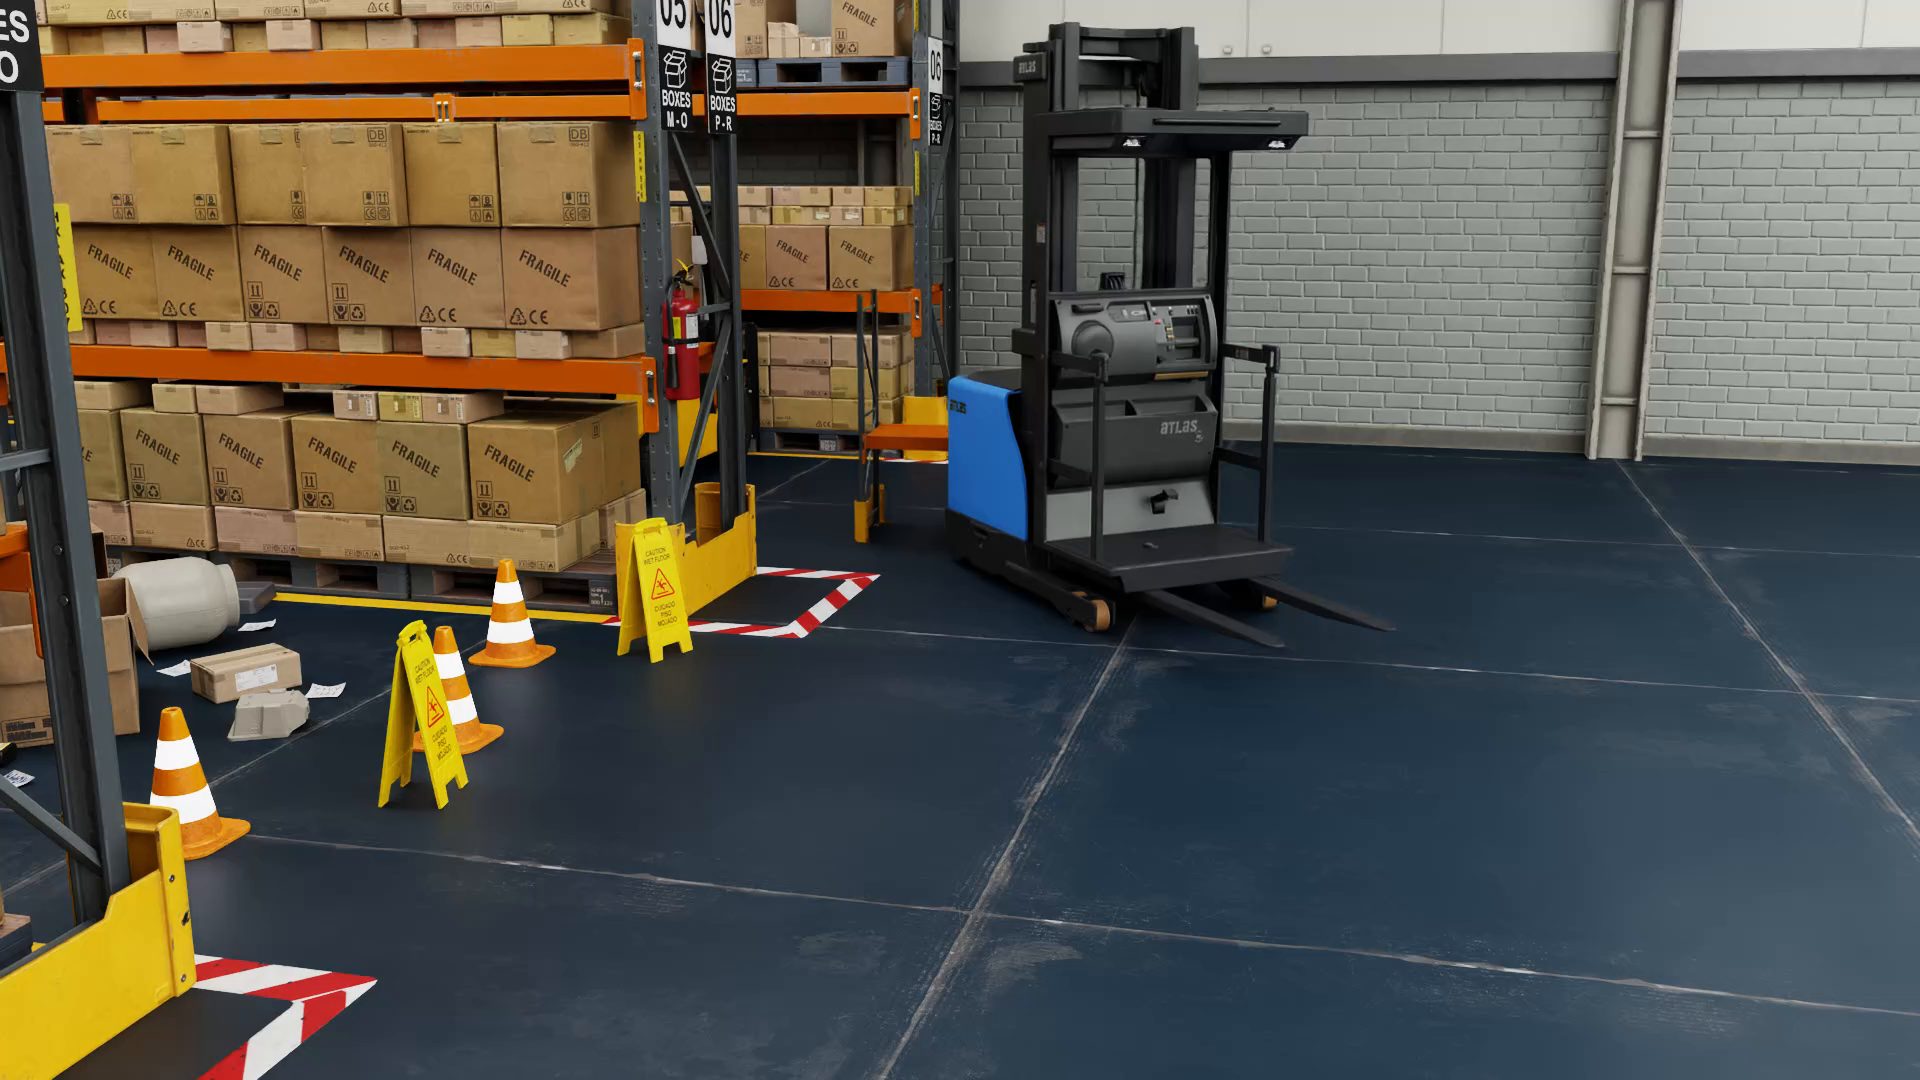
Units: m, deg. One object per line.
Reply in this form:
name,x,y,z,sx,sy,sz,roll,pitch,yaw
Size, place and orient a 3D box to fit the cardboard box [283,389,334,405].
cardboard box,-3.620,-0.578,9.559,0.500,0.500,0.500,4,13,17

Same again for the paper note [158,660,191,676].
paper note,-3.549,0.581,7.570,0.142,0.019,0.148,8,15,33

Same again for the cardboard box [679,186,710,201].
cardboard box,-2.069,-2.775,13.401,0.250,0.149,0.380,3,13,14

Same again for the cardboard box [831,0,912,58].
cardboard box,-0.668,-3.950,12.758,0.500,0.500,0.500,3,13,15

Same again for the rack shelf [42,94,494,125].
rack shelf,-6.005,-3.636,14.434,4.000,0.370,1.077,3,13,14

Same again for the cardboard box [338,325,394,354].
cardboard box,-3.038,-1.071,8.717,0.250,0.149,0.380,3,13,13

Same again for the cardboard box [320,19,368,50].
cardboard box,-3.015,-2.542,8.418,0.250,0.149,0.380,3,13,12

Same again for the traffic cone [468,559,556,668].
traffic cone,-2.092,0.320,7.724,0.334,0.463,0.336,3,13,14

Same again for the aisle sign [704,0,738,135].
aisle sign,-1.231,-2.499,8.570,0.004,0.787,0.394,3,13,14

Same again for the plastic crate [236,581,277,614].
plastic crate,-3.921,0.304,8.679,0.583,0.080,0.402,-1,13,-6

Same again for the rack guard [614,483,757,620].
rack guard,-1.439,0.049,8.860,0.348,0.500,1.175,3,13,14

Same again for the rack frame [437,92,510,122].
rack frame,-4.063,-2.419,14.213,0.127,3.000,1.000,3,13,14

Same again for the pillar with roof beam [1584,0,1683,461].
pillar with roof beam,4.154,-4.150,8.161,0.400,9.000,9.100,3,13,14

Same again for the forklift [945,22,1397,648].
forklift,1.001,-1.082,8.344,1.130,2.935,3.031,-6,14,-25

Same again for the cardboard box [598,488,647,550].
cardboard box,-2.082,-0.130,9.275,0.500,0.250,0.500,3,13,13

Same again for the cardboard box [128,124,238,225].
cardboard box,-3.902,-1.926,8.764,0.500,0.500,0.700,3,13,12

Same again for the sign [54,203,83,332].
sign,-2.314,-0.699,4.279,0.005,0.325,0.100,3,13,14

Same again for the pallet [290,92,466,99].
pallet,-4.923,-3.833,14.103,1.217,0.209,0.805,3,13,11

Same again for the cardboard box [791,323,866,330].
cardboard box,-1.087,-1.652,13.827,0.500,0.250,0.500,3,13,14

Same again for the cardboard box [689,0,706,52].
cardboard box,-2.197,-4.065,13.265,0.637,0.503,0.797,3,13,15

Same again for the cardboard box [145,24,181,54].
cardboard box,-4.007,-2.597,8.668,0.250,0.149,0.380,3,13,12

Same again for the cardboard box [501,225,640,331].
cardboard box,-1.958,-1.332,8.395,0.500,0.500,0.500,3,13,13

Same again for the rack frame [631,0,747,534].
rack frame,-1.365,-1.168,8.572,0.127,3.000,1.000,3,13,14

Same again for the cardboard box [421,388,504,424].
cardboard box,-2.578,-0.705,8.635,0.250,0.149,0.380,3,13,15

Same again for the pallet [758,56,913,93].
pallet,-0.860,-3.675,13.152,1.213,0.211,1.003,3,13,14

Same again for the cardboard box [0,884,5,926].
cardboard box,-3.127,0.689,4.137,0.875,0.875,0.875,3,13,14

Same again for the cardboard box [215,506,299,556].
cardboard box,-3.704,-0.098,9.130,0.500,0.250,0.500,3,13,13

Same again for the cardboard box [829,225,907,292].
cardboard box,-0.720,-2.231,13.133,0.500,0.500,0.500,3,13,12

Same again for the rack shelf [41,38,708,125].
rack shelf,-3.307,-2.385,8.793,4.000,0.370,1.077,3,13,14

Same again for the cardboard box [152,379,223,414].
cardboard box,-4.134,-0.788,9.010,0.250,0.149,0.380,4,13,16

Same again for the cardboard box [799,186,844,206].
cardboard box,-1.085,-2.711,13.112,0.250,0.149,0.380,3,13,15

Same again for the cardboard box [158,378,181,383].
cardboard box,-6.708,-1.605,15.056,0.625,0.625,0.875,3,13,15

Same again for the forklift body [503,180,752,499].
forklift body,-2.458,-1.512,12.084,1.214,2.155,2.313,3,13,14

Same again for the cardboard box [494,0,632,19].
cardboard box,-1.927,-2.674,8.095,0.500,0.250,0.500,3,13,13

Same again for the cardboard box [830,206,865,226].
cardboard box,-0.839,-2.543,13.043,0.250,0.149,0.380,3,13,14

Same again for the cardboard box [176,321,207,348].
cardboard box,-3.999,-1.132,8.990,0.250,0.149,0.380,3,13,13

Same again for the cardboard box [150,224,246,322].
cardboard box,-3.911,-1.438,8.872,0.500,0.500,0.500,3,13,13

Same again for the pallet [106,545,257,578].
pallet,-4.588,0.013,9.686,1.213,0.211,1.003,3,13,14

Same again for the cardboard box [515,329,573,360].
cardboard box,-2.052,-1.009,8.438,0.250,0.149,0.380,3,13,13

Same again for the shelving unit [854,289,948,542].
shelving unit,-0.071,-0.768,10.230,1.083,1.500,0.587,2,13,8

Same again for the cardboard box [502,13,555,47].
cardboard box,-2.028,-2.475,8.120,0.250,0.149,0.380,3,13,14

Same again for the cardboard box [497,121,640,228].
cardboard box,-1.914,-1.831,8.333,0.500,0.500,0.700,3,13,12

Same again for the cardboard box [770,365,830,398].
cardboard box,-1.211,-1.306,13.421,0.500,0.250,0.500,3,13,13

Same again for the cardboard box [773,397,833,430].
cardboard box,-1.192,-1.060,13.465,0.500,0.250,0.500,3,13,14

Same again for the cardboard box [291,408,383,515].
cardboard box,-3.201,-0.437,8.927,0.500,0.500,0.500,3,13,12

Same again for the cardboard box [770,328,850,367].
cardboard box,-1.199,-1.546,13.347,0.500,0.250,0.500,3,13,15

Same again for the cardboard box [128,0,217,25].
cardboard box,-3.901,-2.778,8.563,0.500,0.250,0.500,3,13,14

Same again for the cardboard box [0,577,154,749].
cardboard box,-3.677,0.492,6.853,0.637,0.503,0.797,-6,14,-25
